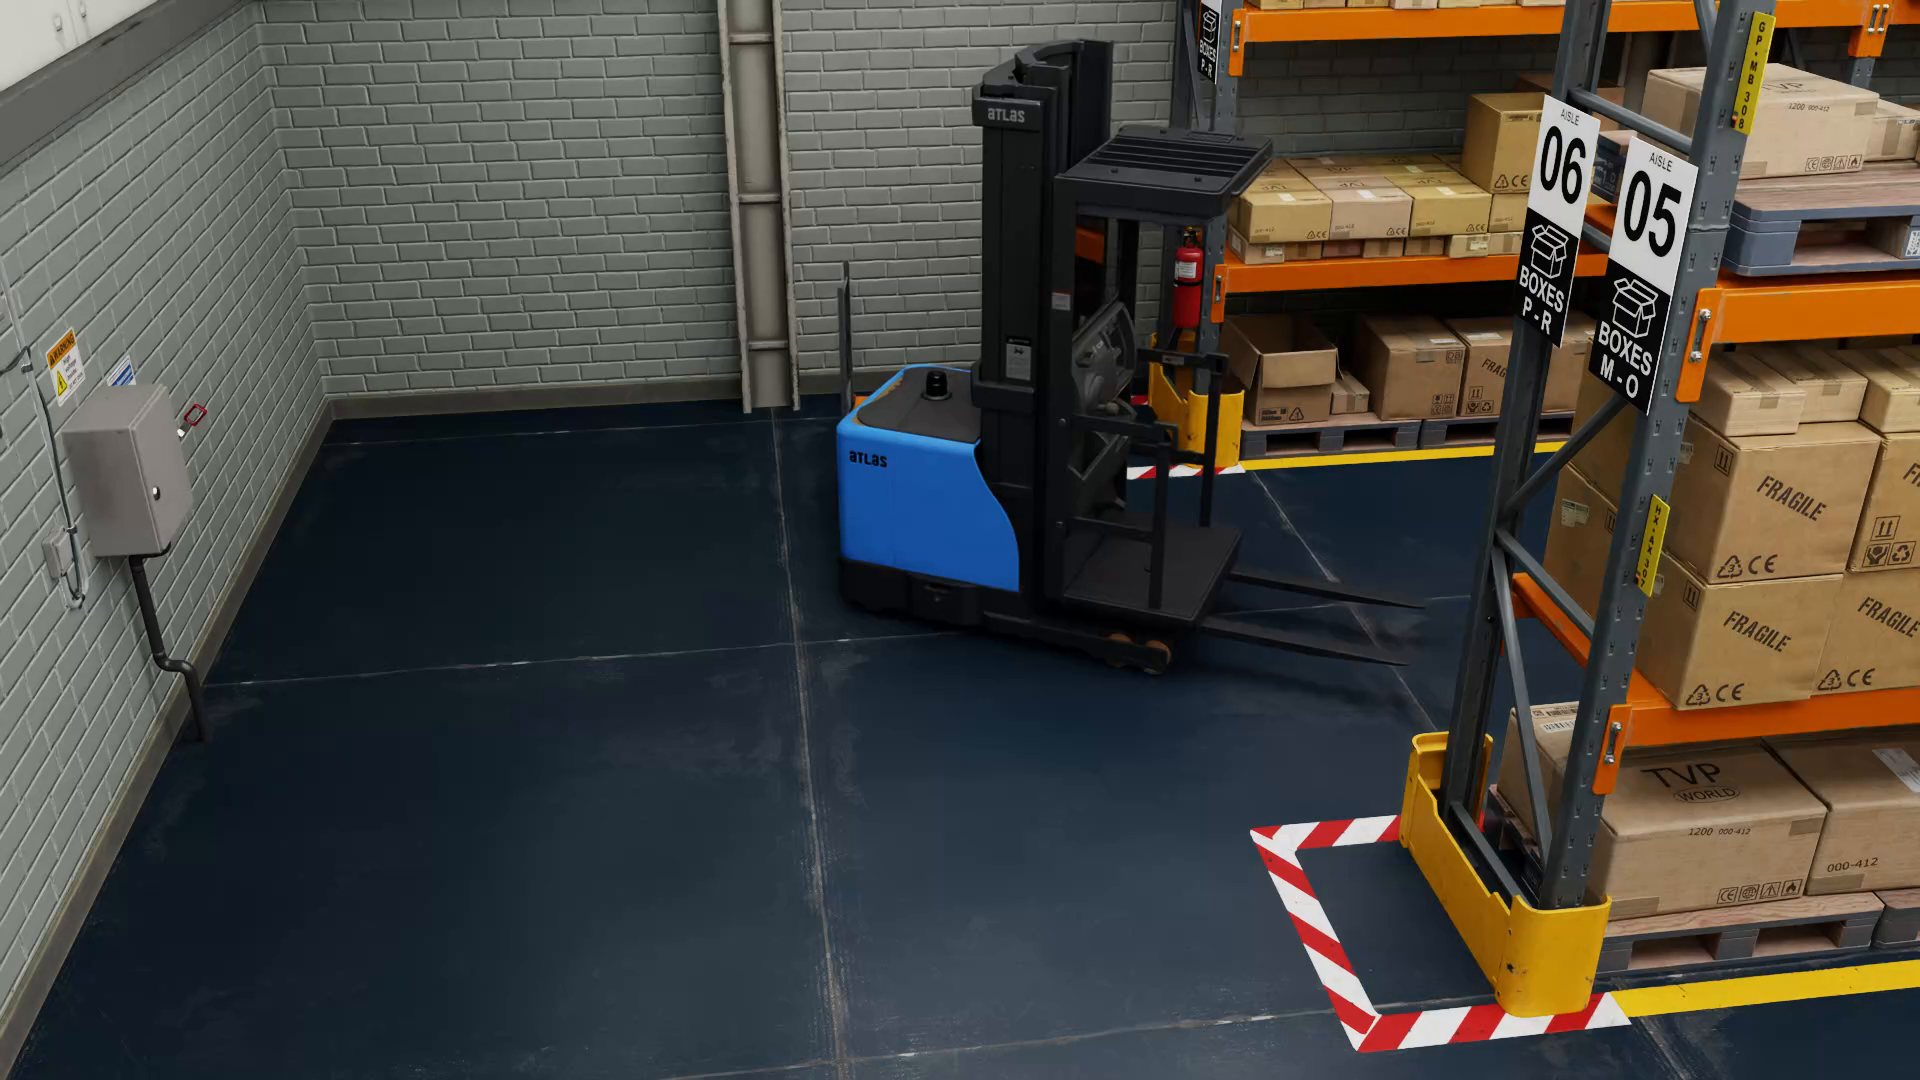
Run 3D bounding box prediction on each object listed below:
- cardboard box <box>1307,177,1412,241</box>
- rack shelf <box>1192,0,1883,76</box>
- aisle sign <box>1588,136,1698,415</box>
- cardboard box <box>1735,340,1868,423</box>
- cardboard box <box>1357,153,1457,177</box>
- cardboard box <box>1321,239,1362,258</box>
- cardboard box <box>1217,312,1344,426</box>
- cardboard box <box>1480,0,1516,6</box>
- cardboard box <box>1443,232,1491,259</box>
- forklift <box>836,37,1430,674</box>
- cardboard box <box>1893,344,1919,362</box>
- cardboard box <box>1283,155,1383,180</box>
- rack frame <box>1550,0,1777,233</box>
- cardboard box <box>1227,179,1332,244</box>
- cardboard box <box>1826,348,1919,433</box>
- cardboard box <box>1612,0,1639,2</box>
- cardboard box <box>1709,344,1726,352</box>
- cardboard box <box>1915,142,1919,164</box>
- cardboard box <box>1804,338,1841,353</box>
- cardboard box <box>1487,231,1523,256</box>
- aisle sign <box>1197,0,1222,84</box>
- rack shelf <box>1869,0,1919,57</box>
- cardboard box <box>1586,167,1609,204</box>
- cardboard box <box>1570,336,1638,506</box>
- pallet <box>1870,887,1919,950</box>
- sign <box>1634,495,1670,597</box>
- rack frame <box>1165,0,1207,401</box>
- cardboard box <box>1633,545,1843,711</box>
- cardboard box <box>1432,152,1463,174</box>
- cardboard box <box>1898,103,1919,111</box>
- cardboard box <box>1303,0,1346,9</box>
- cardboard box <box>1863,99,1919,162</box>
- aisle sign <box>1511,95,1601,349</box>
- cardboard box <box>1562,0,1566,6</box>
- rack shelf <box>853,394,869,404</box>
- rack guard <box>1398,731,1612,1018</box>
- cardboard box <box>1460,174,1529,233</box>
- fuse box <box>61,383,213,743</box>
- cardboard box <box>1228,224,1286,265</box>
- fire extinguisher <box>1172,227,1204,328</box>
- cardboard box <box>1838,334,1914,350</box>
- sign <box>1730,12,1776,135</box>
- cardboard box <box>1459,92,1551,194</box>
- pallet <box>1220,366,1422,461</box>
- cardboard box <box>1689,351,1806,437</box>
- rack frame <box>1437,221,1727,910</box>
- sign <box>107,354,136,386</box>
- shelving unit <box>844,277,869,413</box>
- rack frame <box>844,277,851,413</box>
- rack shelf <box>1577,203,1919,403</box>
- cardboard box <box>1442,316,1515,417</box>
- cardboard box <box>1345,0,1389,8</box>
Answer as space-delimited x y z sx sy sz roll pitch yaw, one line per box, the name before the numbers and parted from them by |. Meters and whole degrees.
cardboard box | 2.462 -2.060 10.317 0.500 0.250 0.500 -3 27 -7
rack shelf | 3.457 -3.197 10.197 4.000 0.370 1.077 -4 27 -7
aisle sign | 2.140 -0.832 5.239 0.004 0.787 0.394 -4 27 -7
cardboard box | 2.811 -0.536 5.593 0.250 0.149 0.380 -3 27 -6
cardboard box | 2.896 -2.332 10.847 0.500 0.250 0.500 -3 27 -5
cardboard box | 2.341 -1.910 10.461 0.250 0.149 0.380 -4 27 -8
cardboard box | 2.095 -1.127 10.936 0.637 0.503 0.797 -5 28 -9
cardboard box | 3.092 -3.263 9.813 0.250 0.149 0.380 -4 27 -8
cardboard box | 3.122 -1.900 10.442 0.250 0.149 0.380 -4 27 -9
forklift | 0.910 -0.899 8.292 3.031 2.935 1.130 10 29 19
cardboard box | 3.342 -0.525 5.573 0.250 0.149 0.380 -5 28 -9
cardboard box | 2.405 -2.302 10.789 0.500 0.250 0.500 -4 27 -7
rack frame | 2.171 -2.481 4.727 0.127 3.000 1.000 -4 27 -7
cardboard box | 1.963 -2.028 10.255 0.500 0.250 0.500 -4 27 -7
cardboard box | 3.084 -0.500 5.524 0.250 0.149 0.380 -3 27 -6
cardboard box | 3.851 -3.312 9.909 0.250 0.149 0.380 -3 27 -7
cardboard box | 2.499 -0.703 5.918 0.250 0.149 0.380 -3 27 -6
cardboard box | 3.281 -1.231 5.283 0.250 0.149 0.380 -3 27 -5
cardboard box | 2.991 -0.784 6.077 0.250 0.149 0.380 -4 27 -8
cardboard box | 3.380 -1.926 10.492 0.250 0.149 0.380 -3 27 -6
aisle sign | 1.449 -3.075 9.609 0.004 0.787 0.394 -4 27 -7
rack shelf | 7.418 -3.451 10.693 4.000 0.370 1.077 -4 27 -7
cardboard box | 3.977 -2.168 10.528 0.500 0.250 0.500 -4 27 -7
cardboard box | 2.615 -0.439 6.115 0.500 0.500 0.500 -3 27 -5
pallet | 4.158 1.267 7.050 1.213 0.211 1.003 -4 27 -7
sign | 2.243 0.019 5.391 0.005 0.325 0.100 -4 27 -7
rack frame | 1.476 -2.054 10.466 0.053 2.616 0.949 -4 27 -7
cardboard box | 2.687 0.243 5.880 0.500 0.500 0.500 -4 27 -8
cardboard box | 3.414 -2.365 10.911 0.500 0.250 0.500 -4 27 -7
cardboard box | 6.460 -2.503 10.774 0.500 0.500 0.700 -3 27 -7
cardboard box | 2.080 -3.222 9.732 0.250 0.149 0.380 -3 27 -6
cardboard box | 3.008 -1.398 5.608 0.250 0.149 0.380 -6 28 -11
aisle sign | 2.057 -1.104 5.767 0.004 0.787 0.394 -4 27 -7
cardboard box | 3.602 -3.265 9.816 0.250 0.149 0.380 -3 27 -6
rack shelf | -0.151 -0.678 9.822 1.000 0.185 0.538 0 27 1
rack guard | 2.147 1.302 6.664 0.348 0.500 1.175 -4 27 -7
cardboard box | 3.467 -2.136 10.465 0.500 0.250 0.500 -4 27 -8
fuse box | -3.557 0.172 7.540 0.414 1.711 0.539 -4 27 -7
cardboard box | 1.840 -1.840 10.326 0.250 0.149 0.380 -4 27 -8
fire extinguisher | 1.395 -1.636 10.147 0.183 0.674 0.296 -4 27 -7
cardboard box | 3.246 -0.782 6.072 0.250 0.149 0.380 -3 27 -6
sign | 2.243 -1.319 4.705 0.005 0.325 0.100 -4 27 -7
cardboard box | 3.448 -2.457 10.270 0.500 0.500 0.500 -3 27 -6
pallet | 2.341 -0.870 11.215 1.213 0.211 1.003 -4 27 -7
cardboard box | 2.561 -0.487 5.498 0.250 0.149 0.380 -3 27 -6
rack frame | 2.171 0.189 6.097 0.127 3.000 1.000 -4 27 -7
sign | -3.831 -0.569 7.677 0.001 0.494 0.329 -4 27 -7
shelving unit | -0.160 -0.838 9.740 1.083 1.500 0.587 0 27 1
rack frame | -0.660 -0.841 9.747 0.013 1.308 0.475 0 27 1
rack shelf | 4.152 -0.953 5.824 4.000 0.370 1.077 -4 27 -7
cardboard box | 3.484 -1.151 10.986 0.500 0.500 0.500 -3 27 -6
cardboard box | 2.336 -3.230 9.749 0.250 0.149 0.380 -4 27 -7
